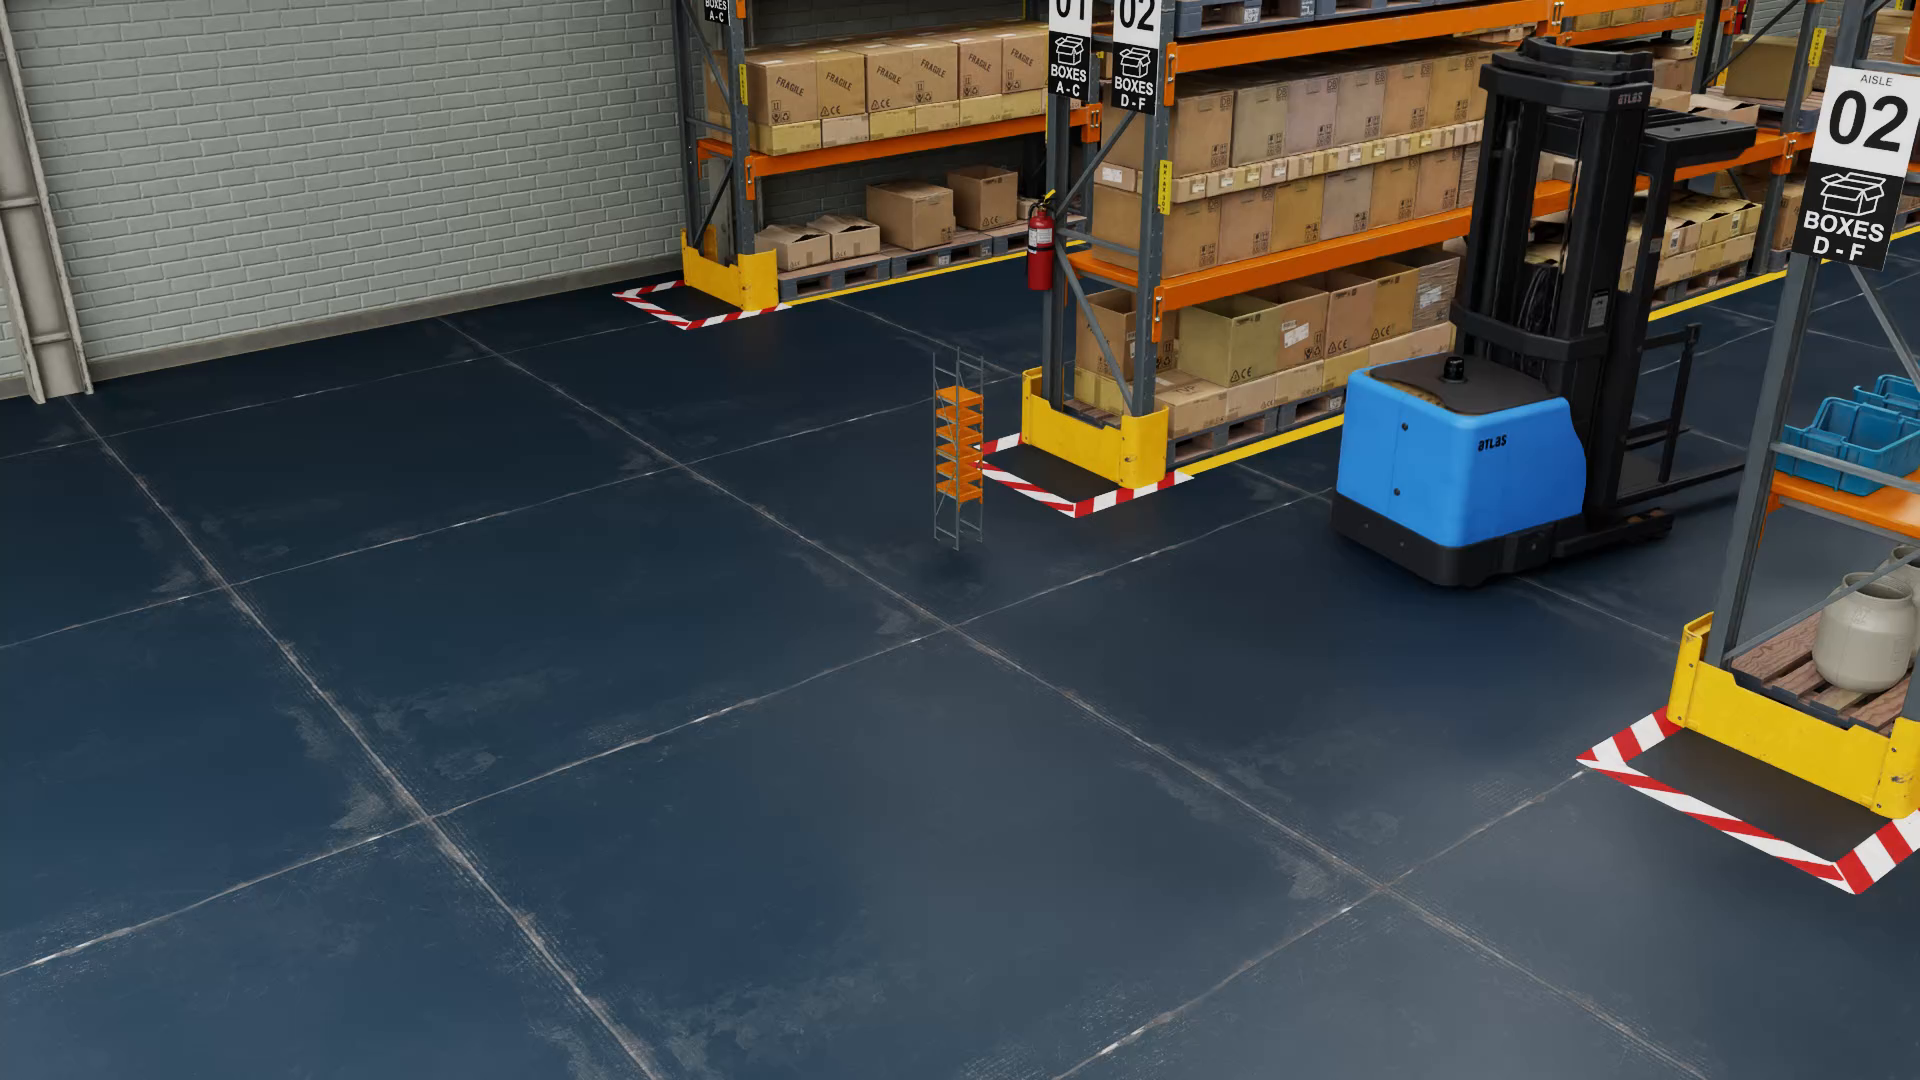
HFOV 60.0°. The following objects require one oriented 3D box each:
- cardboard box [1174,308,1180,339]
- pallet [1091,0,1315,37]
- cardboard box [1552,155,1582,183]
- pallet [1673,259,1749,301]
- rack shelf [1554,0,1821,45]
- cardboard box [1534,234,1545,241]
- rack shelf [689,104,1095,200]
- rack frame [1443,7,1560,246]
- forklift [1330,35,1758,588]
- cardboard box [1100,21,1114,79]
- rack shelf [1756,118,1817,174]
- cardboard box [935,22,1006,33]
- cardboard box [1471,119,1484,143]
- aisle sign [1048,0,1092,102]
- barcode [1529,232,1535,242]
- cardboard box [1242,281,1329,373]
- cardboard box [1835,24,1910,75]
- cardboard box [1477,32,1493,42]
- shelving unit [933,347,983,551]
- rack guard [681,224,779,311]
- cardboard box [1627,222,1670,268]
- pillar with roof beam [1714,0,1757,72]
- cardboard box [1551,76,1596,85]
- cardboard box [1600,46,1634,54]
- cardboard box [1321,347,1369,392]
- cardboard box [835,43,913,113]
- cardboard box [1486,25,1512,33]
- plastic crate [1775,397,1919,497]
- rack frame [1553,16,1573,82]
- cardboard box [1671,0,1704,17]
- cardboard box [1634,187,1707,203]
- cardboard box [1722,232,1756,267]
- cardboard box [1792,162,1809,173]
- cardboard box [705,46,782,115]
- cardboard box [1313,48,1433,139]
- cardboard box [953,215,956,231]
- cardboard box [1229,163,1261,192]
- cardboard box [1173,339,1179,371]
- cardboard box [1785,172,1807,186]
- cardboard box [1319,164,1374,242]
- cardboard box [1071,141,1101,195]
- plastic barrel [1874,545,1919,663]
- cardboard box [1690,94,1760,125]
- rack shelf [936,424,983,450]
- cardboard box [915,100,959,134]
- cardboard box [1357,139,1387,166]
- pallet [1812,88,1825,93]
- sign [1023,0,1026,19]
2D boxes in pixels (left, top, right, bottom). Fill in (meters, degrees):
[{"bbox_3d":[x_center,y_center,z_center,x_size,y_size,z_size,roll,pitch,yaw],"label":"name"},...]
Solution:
[{"bbox_3d":[1.940,-1.716,12.260,0.500,0.500,0.500,-18,31,-34],"label":"cardboard box"},{"bbox_3d":[1.496,-3.425,10.609,1.213,0.211,1.003,-18,31,-34],"label":"pallet"},{"bbox_3d":[4.895,-3.017,13.487,0.250,0.149,0.380,-18,31,-34],"label":"cardboard box"},{"bbox_3d":[6.547,-2.542,15.477,1.213,0.211,1.003,-18,31,-34],"label":"pallet"},{"bbox_3d":[5.646,-4.523,13.723,4.000,0.370,1.077,-18,31,-34],"label":"rack shelf"},{"bbox_3d":[4.619,-2.504,14.183,0.500,0.311,0.500,-17,30,-33],"label":"cardboard box"},{"bbox_3d":[-0.562,-3.763,15.650,4.000,0.370,1.077,-18,31,-34],"label":"rack shelf"},{"bbox_3d":[4.072,-2.969,13.084,0.127,3.000,1.000,-18,31,-34],"label":"rack frame"},{"bbox_3d":[3.825,-1.486,9.970,3.031,2.935,1.130,-13,28,-26],"label":"forklift"},{"bbox_3d":[1.434,-4.975,16.764,0.500,0.500,0.700,-18,30,-34],"label":"cardboard box"},{"bbox_3d":[8.793,-4.201,16.594,4.000,0.370,1.077,-18,31,-34],"label":"rack shelf"},{"bbox_3d":[0.104,-4.704,16.086,0.500,0.500,0.500,-18,31,-34],"label":"cardboard box"},{"bbox_3d":[3.794,-3.103,12.484,0.250,0.149,0.380,-19,31,-35],"label":"cardboard box"},{"bbox_3d":[0.691,-3.189,10.471,0.004,0.787,0.394,-18,31,-34],"label":"aisle sign"},{"bbox_3d":[4.529,-2.398,13.161,0.075,0.075,0.001,-18,31,-34],"label":"barcode"},{"bbox_3d":[2.261,-1.543,11.889,0.500,0.500,0.500,-18,31,-34],"label":"cardboard box"},{"bbox_3d":[9.015,-4.803,16.419,0.700,0.500,0.500,18,30,33],"label":"cardboard box"},{"bbox_3d":[6.189,-6.085,20.073,0.250,0.149,0.380,-19,31,-35],"label":"cardboard box"},{"bbox_3d":[-0.011,-0.540,9.989,0.189,1.200,0.258,-18,31,-34],"label":"shelving unit"},{"bbox_3d":[-2.076,-2.456,14.947,0.348,0.500,1.175,-18,31,-34],"label":"rack guard"},{"bbox_3d":[5.760,-2.591,14.371,0.500,0.311,0.500,-17,30,-33],"label":"cardboard box"},{"bbox_3d":[14.702,-10.009,21.127,0.400,9.000,9.100,-18,31,-34],"label":"pillar with roof beam"},{"bbox_3d":[7.959,-5.904,21.879,0.500,0.500,0.700,-18,30,-33],"label":"cardboard box"},{"bbox_3d":[8.944,-6.631,22.674,0.250,0.149,0.380,-18,30,-34],"label":"cardboard box"},{"bbox_3d":[2.665,-1.328,12.315,0.500,0.250,0.500,-18,31,-34],"label":"cardboard box"},{"bbox_3d":[-0.769,-4.133,14.855,0.500,0.500,0.500,-19,31,-36],"label":"cardboard box"},{"bbox_3d":[6.304,-6.409,20.001,0.500,0.500,0.500,-18,30,-34],"label":"cardboard box"},{"bbox_3d":[4.187,-0.450,7.832,0.616,0.251,0.499,-18,31,-34],"label":"plastic crate"},{"bbox_3d":[7.307,-6.687,21.095,0.127,3.000,1.000,-18,31,-34],"label":"rack frame"},{"bbox_3d":[9.494,-7.534,22.563,0.700,0.700,0.980,-19,31,-34],"label":"cardboard box"},{"bbox_3d":[6.626,-3.167,15.612,0.500,0.311,0.500,-17,30,-32],"label":"cardboard box"},{"bbox_3d":[6.956,-2.734,15.344,0.500,0.250,0.500,-17,30,-33],"label":"cardboard box"},{"bbox_3d":[8.218,-3.529,16.737,0.500,0.500,0.500,-20,31,-36],"label":"cardboard box"},{"bbox_3d":[-1.896,-4.044,14.664,0.500,0.500,0.500,-19,31,-35],"label":"cardboard box"},{"bbox_3d":[2.935,-3.224,11.973,0.500,0.500,0.700,-18,31,-34],"label":"cardboard box"},{"bbox_3d":[-0.259,-3.106,16.244,0.250,0.149,0.380,-21,32,-38],"label":"cardboard box"},{"bbox_3d":[1.769,-2.434,11.042,0.250,0.149,0.380,-18,30,-34],"label":"cardboard box"},{"bbox_3d":[1.550,-1.244,12.135,0.500,0.250,0.500,-18,31,-34],"label":"cardboard box"},{"bbox_3d":[8.162,-3.235,16.104,0.500,0.500,0.500,-20,31,-36],"label":"cardboard box"},{"bbox_3d":[2.516,-2.495,11.944,0.500,0.500,0.700,-17,30,-33],"label":"cardboard box"},{"bbox_3d":[1.581,-3.871,17.475,0.500,0.500,0.700,-17,30,-32],"label":"cardboard box"},{"bbox_3d":[4.843,0.324,8.446,0.421,0.512,0.421,0,25,0],"label":"plastic barrel"},{"bbox_3d":[6.906,-3.887,15.169,0.500,0.311,0.500,-16,29,-31],"label":"cardboard box"},{"bbox_3d":[-0.011,-0.609,9.957,0.180,0.103,0.258,-18,31,-34],"label":"rack shelf"},{"bbox_3d":[-0.352,-3.933,15.316,0.500,0.250,0.500,-18,30,-34],"label":"cardboard box"},{"bbox_3d":[2.783,-2.767,11.761,0.250,0.149,0.380,-17,30,-32],"label":"cardboard box"},{"bbox_3d":[8.747,-4.428,16.455,1.213,0.211,1.003,-18,31,-34],"label":"pallet"},{"bbox_3d":[0.667,-5.317,16.768,0.005,0.325,0.100,-18,31,-34],"label":"sign"}]
